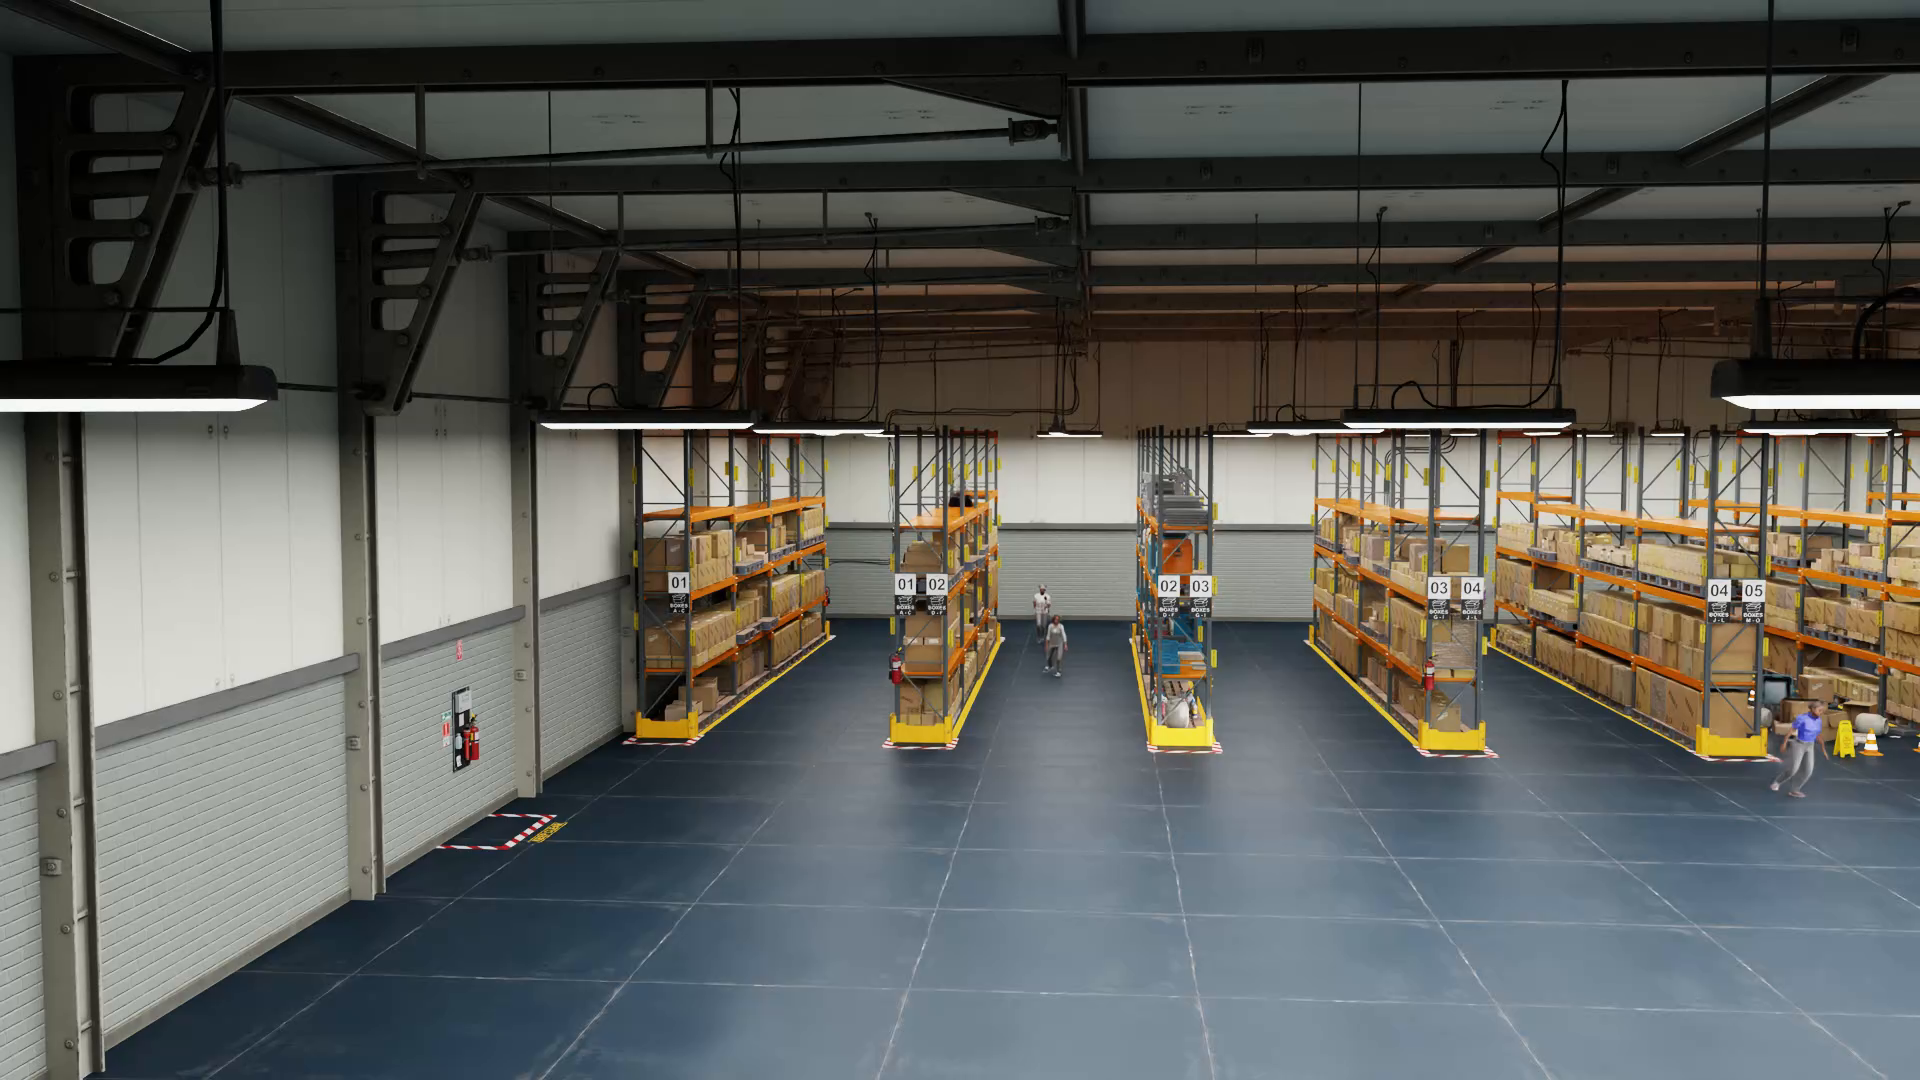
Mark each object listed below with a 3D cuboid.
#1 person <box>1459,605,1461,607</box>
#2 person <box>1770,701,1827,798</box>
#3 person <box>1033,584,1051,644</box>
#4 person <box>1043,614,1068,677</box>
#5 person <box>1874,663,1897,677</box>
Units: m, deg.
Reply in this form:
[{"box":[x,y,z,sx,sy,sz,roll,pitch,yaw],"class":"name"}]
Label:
[{"box":[14.458,2.025,47.171,0.679,1.747,0.634,3,4,38],"class":"person"},{"box":[13.439,3.330,26.614,0.730,1.574,0.616,-1,4,-15],"class":"person"},{"box":[2.312,2.085,46.851,0.476,1.709,0.791,0,3,-4],"class":"person"},{"box":[2.319,2.543,40.275,0.664,1.511,0.600,1,4,13],"class":"person"},{"box":[21.396,2.518,38.309,0.700,1.826,0.916,0,3,4],"class":"person"}]
